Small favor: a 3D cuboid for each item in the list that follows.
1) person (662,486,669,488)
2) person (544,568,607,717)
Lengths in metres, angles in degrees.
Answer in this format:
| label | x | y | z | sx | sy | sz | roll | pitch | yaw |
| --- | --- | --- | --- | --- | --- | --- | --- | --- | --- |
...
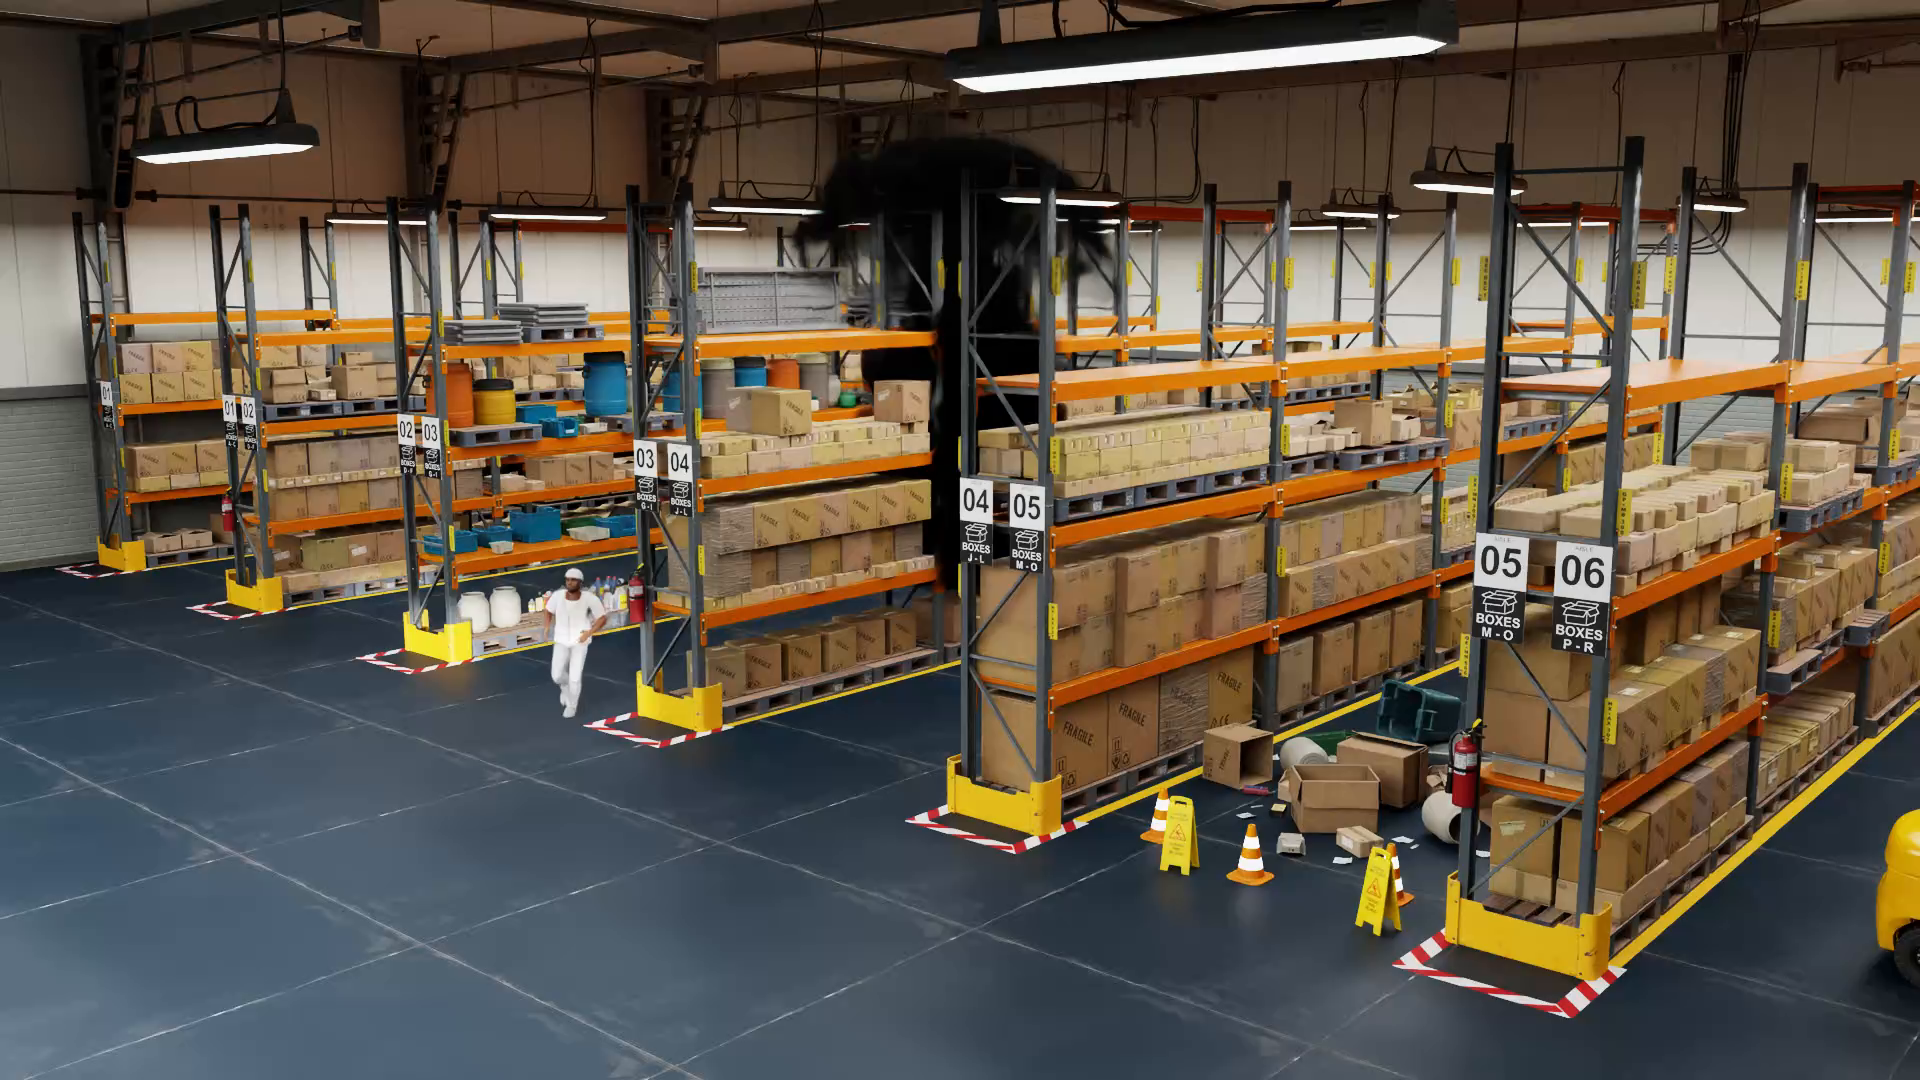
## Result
| label | x | y | z | sx | sy | sz | roll | pitch | yaw |
| --- | --- | --- | --- | --- | --- | --- | --- | --- | --- |
| person | -6.061 | -1.338 | 34.364 | 0.559 | 1.684 | 0.677 | 6 | 11 | 31 |
| person | -4.436 | 1.165 | 19.119 | 0.735 | 1.719 | 0.549 | 1 | 10 | 4 |
